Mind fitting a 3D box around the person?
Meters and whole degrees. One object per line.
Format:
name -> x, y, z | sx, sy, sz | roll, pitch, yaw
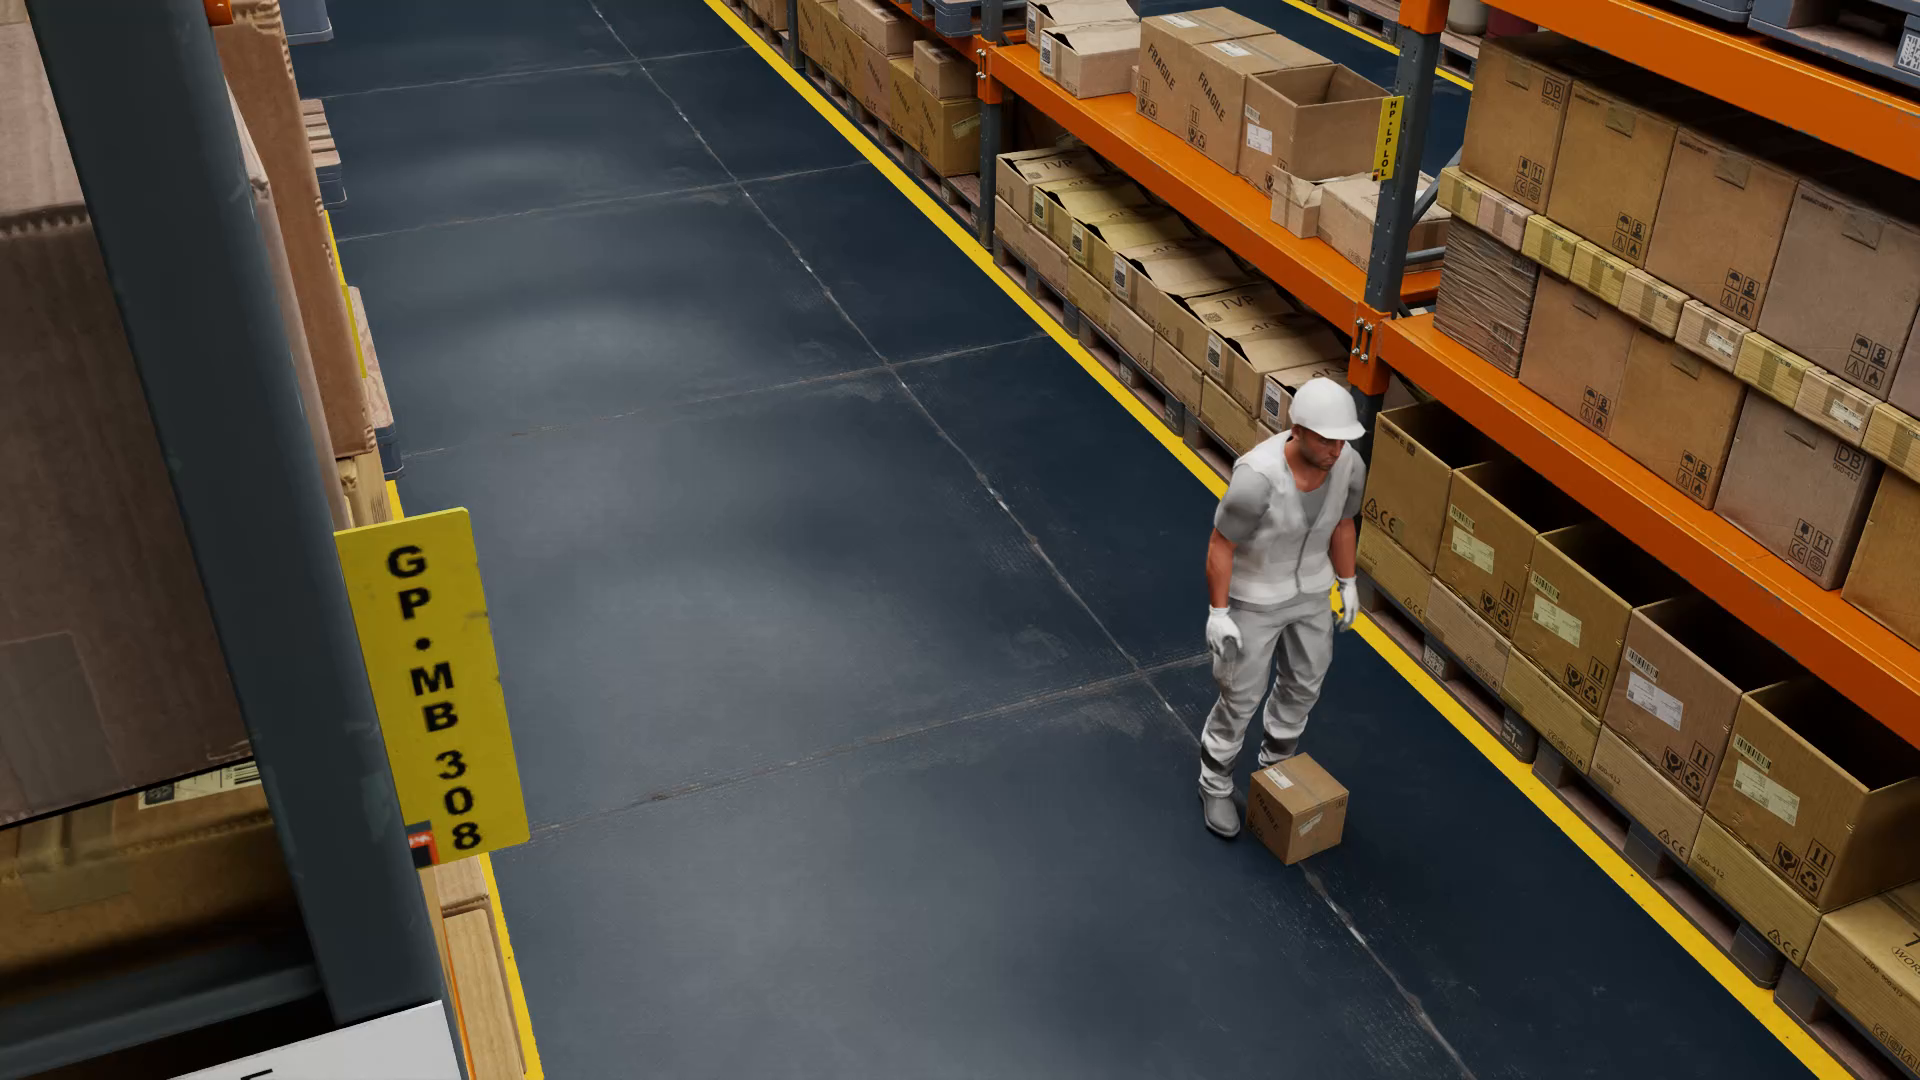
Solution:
person -> 1.122, 0.220, 5.789 | 0.609, 1.779, 0.449 | -13, 35, -19
